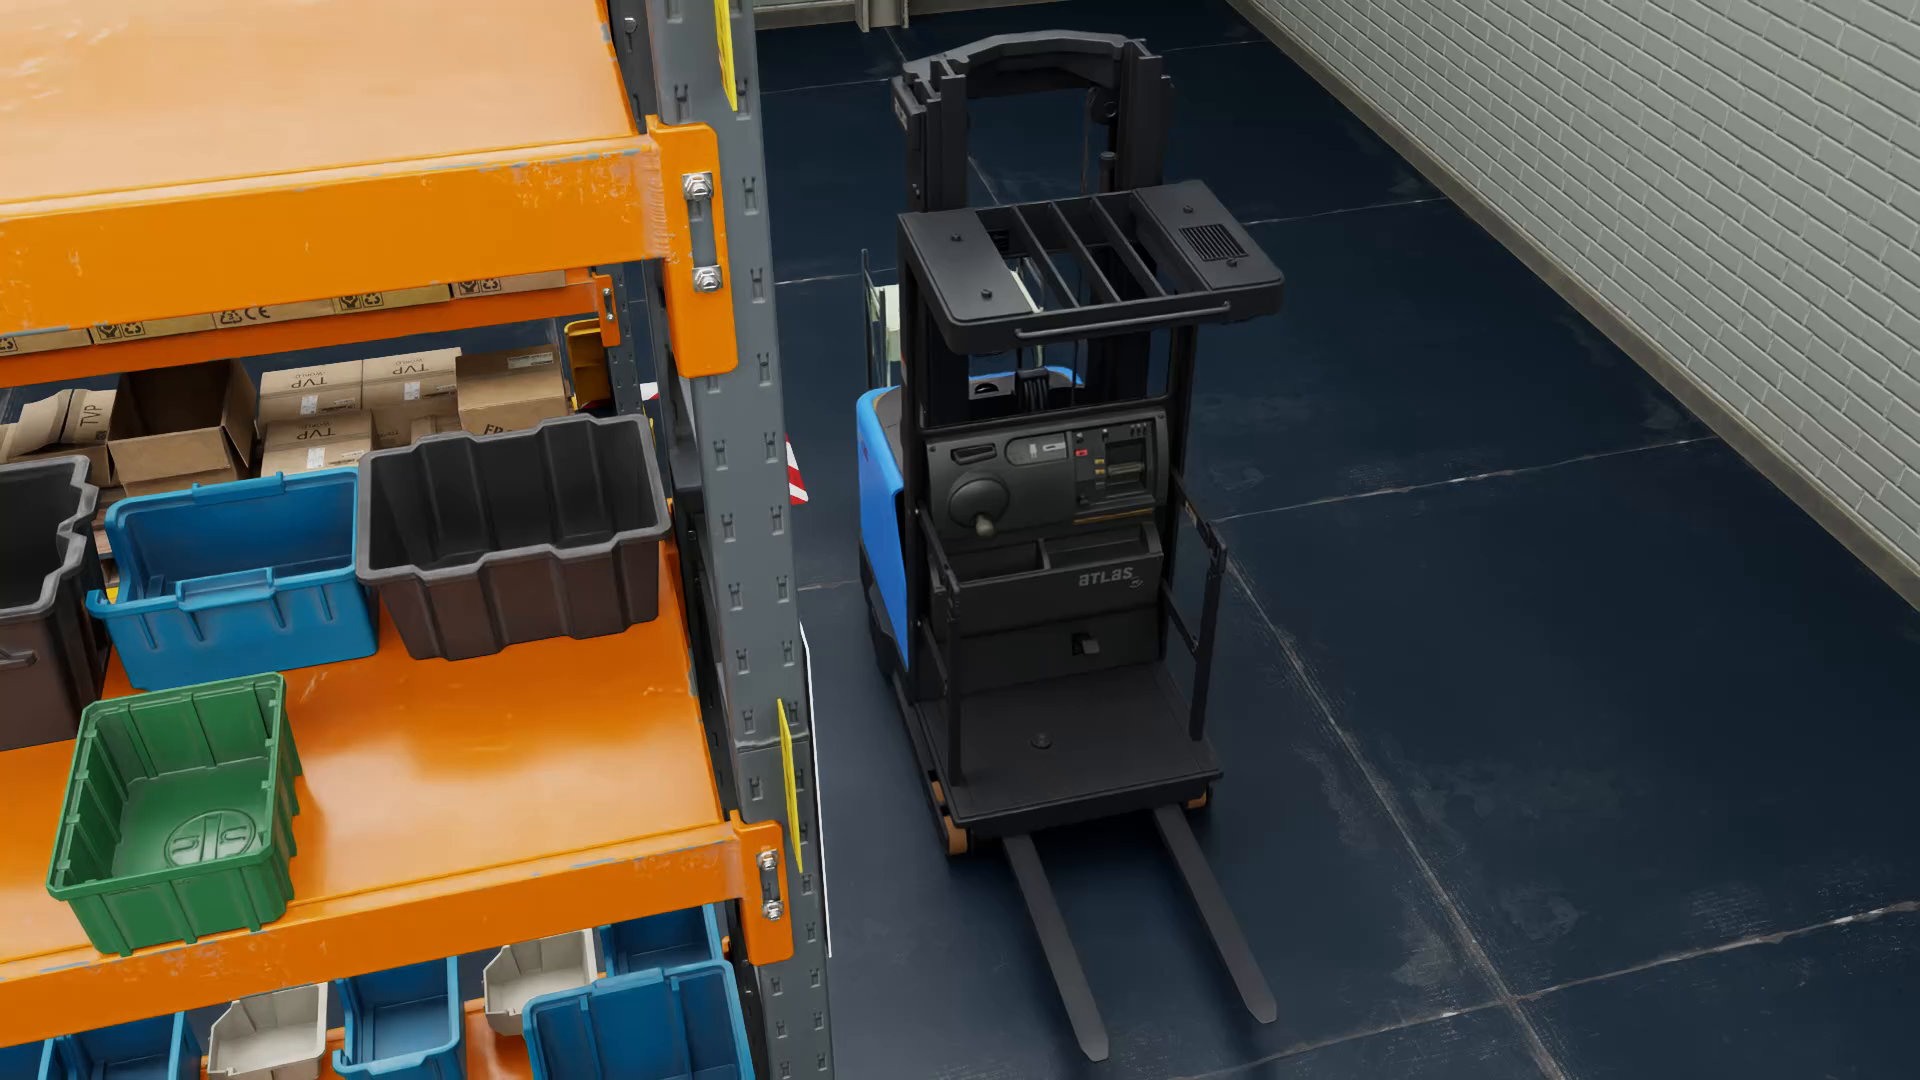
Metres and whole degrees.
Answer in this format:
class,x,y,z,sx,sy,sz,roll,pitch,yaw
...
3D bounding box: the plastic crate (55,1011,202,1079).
class,x,y,z,sx,sy,sz,roll,pitch,yaw
plastic crate,-2.043,1.348,4.087,0.300,0.233,0.416,-9,38,-12

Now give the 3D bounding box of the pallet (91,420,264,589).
class,x,y,z,sx,sy,sz,roll,pitch,yaw
pallet,-3.754,-0.218,8.341,1.213,0.211,1.003,-9,38,-12

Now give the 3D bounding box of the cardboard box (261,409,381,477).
class,x,y,z,sx,sy,sz,roll,pitch,yaw
cardboard box,-3.121,-0.375,8.151,0.500,0.250,0.500,-9,38,-12

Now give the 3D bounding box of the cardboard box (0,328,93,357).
class,x,y,z,sx,sy,sz,roll,pitch,yaw
cardboard box,-4.057,-1.143,7.173,0.500,0.500,0.500,-10,38,-12

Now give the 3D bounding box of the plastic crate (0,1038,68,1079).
class,x,y,z,sx,sy,sz,roll,pitch,yaw
plastic crate,-2.333,1.395,4.025,0.300,0.233,0.416,-9,38,-12

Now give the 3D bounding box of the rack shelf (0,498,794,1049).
class,x,y,z,sx,sy,sz,roll,pitch,yaw
rack shelf,-2.379,0.662,3.019,4.000,0.370,1.077,-9,38,-12

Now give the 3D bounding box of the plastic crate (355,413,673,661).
class,x,y,z,sx,sy,sz,roll,pitch,yaw
plastic crate,-0.892,0.009,3.388,0.590,0.269,0.497,-9,38,-12

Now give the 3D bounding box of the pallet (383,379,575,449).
class,x,y,z,sx,sy,sz,roll,pitch,yaw
pallet,-2.578,-0.409,8.590,1.213,0.211,1.003,-9,38,-12

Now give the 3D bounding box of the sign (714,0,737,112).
class,x,y,z,sx,sy,sz,roll,pitch,yaw
sign,-0.289,-0.684,1.983,0.005,0.325,0.100,-9,38,-12

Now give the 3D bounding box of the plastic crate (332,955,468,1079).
class,x,y,z,sx,sy,sz,roll,pitch,yaw
plastic crate,-1.408,1.244,4.223,0.300,0.233,0.416,-9,38,-12

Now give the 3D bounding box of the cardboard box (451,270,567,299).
class,x,y,z,sx,sy,sz,roll,pitch,yaw
cardboard box,-2.097,-1.465,7.593,0.500,0.500,0.500,-8,38,-11

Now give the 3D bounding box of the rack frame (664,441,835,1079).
class,x,y,z,sx,sy,sz,roll,pitch,yaw
rack frame,-0.448,1.251,4.126,0.127,3.000,1.000,-9,38,-12

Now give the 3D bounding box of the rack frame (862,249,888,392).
class,x,y,z,sx,sy,sz,roll,pitch,yaw
rack frame,-0.382,-0.593,7.770,0.023,1.500,0.400,-9,38,-11

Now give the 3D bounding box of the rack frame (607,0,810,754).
class,x,y,z,sx,sy,sz,roll,pitch,yaw
rack frame,-0.448,-1.132,2.303,0.127,3.000,1.000,-9,38,-12

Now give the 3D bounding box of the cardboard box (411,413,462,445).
class,x,y,z,sx,sy,sz,roll,pitch,yaw
cardboard box,-2.611,-0.463,8.335,0.250,0.166,0.380,-9,38,-12

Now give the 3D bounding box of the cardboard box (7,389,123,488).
class,x,y,z,sx,sy,sz,roll,pitch,yaw
cardboard box,-4.397,-0.504,8.270,0.500,0.311,0.500,-9,38,-12

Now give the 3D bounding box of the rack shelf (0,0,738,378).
class,x,y,z,sx,sy,sz,roll,pitch,yaw
rack shelf,-2.379,-0.371,2.229,4.000,0.370,1.077,-9,38,-12

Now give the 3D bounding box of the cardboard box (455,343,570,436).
class,x,y,z,sx,sy,sz,roll,pitch,yaw
cardboard box,-2.196,-0.607,8.249,0.500,0.500,0.500,-9,38,-12

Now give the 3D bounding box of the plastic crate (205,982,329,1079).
class,x,y,z,sx,sy,sz,roll,pitch,yaw
plastic crate,-1.758,1.287,4.245,0.298,0.136,0.250,-9,38,-12

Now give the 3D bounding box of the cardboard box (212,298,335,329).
class,x,y,z,sx,sy,sz,roll,pitch,yaw
cardboard box,-3.080,-1.304,7.384,0.500,0.500,0.500,-9,38,-12

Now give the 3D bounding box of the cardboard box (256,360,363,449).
class,x,y,z,sx,sy,sz,roll,pitch,yaw
cardboard box,-3.300,-0.660,8.524,0.500,0.250,0.500,-9,38,-12

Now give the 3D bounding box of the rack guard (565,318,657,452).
class,x,y,z,sx,sy,sz,roll,pitch,yaw
rack guard,-1.809,-0.651,8.668,0.348,0.500,1.175,-9,38,-12

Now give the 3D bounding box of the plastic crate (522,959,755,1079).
class,x,y,z,sx,sy,sz,roll,pitch,yaw
plastic crate,-0.722,1.375,3.884,0.499,0.435,0.616,-9,38,-12

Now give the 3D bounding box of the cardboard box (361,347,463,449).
class,x,y,z,sx,sy,sz,roll,pitch,yaw
cardboard box,-2.817,-0.739,8.628,0.500,0.250,0.500,-9,38,-12

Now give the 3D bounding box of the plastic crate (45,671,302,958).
class,x,y,z,sx,sy,sz,roll,pitch,yaw
plastic crate,-1.326,0.467,2.855,0.336,0.188,0.450,-9,38,-12

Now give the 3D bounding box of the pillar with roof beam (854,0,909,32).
class,x,y,z,sx,sy,sz,roll,pitch,yaw
pillar with roof beam,0.473,-5.353,7.821,0.400,9.000,9.100,-9,38,-12

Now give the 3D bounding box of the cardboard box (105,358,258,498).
class,x,y,z,sx,sy,sz,roll,pitch,yaw
cardboard box,-3.785,-0.506,8.114,0.637,0.503,0.797,-9,38,-12

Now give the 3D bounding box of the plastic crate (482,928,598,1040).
class,x,y,z,sx,sy,sz,roll,pitch,yaw
plastic crate,-1.103,1.180,4.386,0.298,0.136,0.250,-9,38,-12

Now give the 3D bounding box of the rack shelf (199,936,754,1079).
class,x,y,z,sx,sy,sz,roll,pitch,yaw
rack shelf,-2.379,1.853,3.930,4.000,0.370,1.077,-9,38,-12

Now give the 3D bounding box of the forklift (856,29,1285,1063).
class,x,y,z,sx,sy,sz,roll,pitch,yaw
forklift,0.390,-0.177,6.049,1.130,2.935,3.031,-9,38,-11

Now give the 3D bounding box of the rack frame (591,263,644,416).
class,x,y,z,sx,sy,sz,roll,pitch,yaw
rack frame,-1.736,-1.655,7.925,0.127,3.000,1.000,-9,38,-12

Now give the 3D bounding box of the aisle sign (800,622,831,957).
class,x,y,z,sx,sy,sz,roll,pitch,yaw
aisle sign,-0.302,0.379,3.126,0.004,0.787,0.394,-9,38,-12

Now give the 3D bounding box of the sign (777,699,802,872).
class,x,y,z,sx,sy,sz,roll,pitch,yaw
sign,-0.289,0.421,2.828,0.005,0.325,0.100,-9,38,-12

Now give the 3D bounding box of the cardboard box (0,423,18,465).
class,x,y,z,sx,sy,sz,roll,pitch,yaw
cardboard box,-4.775,-0.415,8.288,0.250,0.149,0.380,-9,38,-12

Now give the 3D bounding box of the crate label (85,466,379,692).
class,x,y,z,sx,sy,sz,roll,pitch,yaw
crate label,-1.423,0.075,3.316,0.502,0.251,0.408,-9,38,-12

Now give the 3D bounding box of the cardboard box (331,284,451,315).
class,x,y,z,sx,sy,sz,roll,pitch,yaw
cardboard box,-2.597,-1.380,7.483,0.500,0.500,0.500,-9,38,-12

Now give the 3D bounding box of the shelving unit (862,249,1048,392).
class,x,y,z,sx,sy,sz,roll,pitch,yaw
shelving unit,-0.027,-0.649,7.843,0.755,1.500,0.431,-9,38,-11

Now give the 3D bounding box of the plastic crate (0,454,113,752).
class,x,y,z,sx,sy,sz,roll,pitch,yaw
plastic crate,-1.994,0.165,3.128,0.767,0.338,0.504,-9,38,-12

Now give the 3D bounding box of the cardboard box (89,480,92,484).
class,x,y,z,sx,sy,sz,roll,pitch,yaw
cardboard box,-4.303,-0.154,7.931,0.250,0.166,0.380,-9,38,-12

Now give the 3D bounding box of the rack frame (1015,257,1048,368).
class,x,y,z,sx,sy,sz,roll,pitch,yaw
rack frame,0.327,-0.704,7.915,0.023,1.500,0.400,-9,38,-11

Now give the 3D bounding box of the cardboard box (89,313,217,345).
class,x,y,z,sx,sy,sz,roll,pitch,yaw
cardboard box,-3.567,-1.225,7.279,0.500,0.500,0.500,-10,39,-13

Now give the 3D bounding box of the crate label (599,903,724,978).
class,x,y,z,sx,sy,sz,roll,pitch,yaw
crate label,-0.772,1.139,4.360,0.303,0.233,0.416,-9,38,-12

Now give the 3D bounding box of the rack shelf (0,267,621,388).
class,x,y,z,sx,sy,sz,roll,pitch,yaw
rack shelf,-3.666,-1.053,7.729,4.000,0.370,1.077,-9,38,-12

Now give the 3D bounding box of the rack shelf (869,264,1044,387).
class,x,y,z,sx,sy,sz,roll,pitch,yaw
rack shelf,-0.027,-0.959,7.606,0.720,0.370,0.431,-9,38,-11

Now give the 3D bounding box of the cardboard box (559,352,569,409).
class,x,y,z,sx,sy,sz,roll,pitch,yaw
cardboard box,-2.229,-0.833,8.834,0.250,0.149,0.380,-9,38,-12
